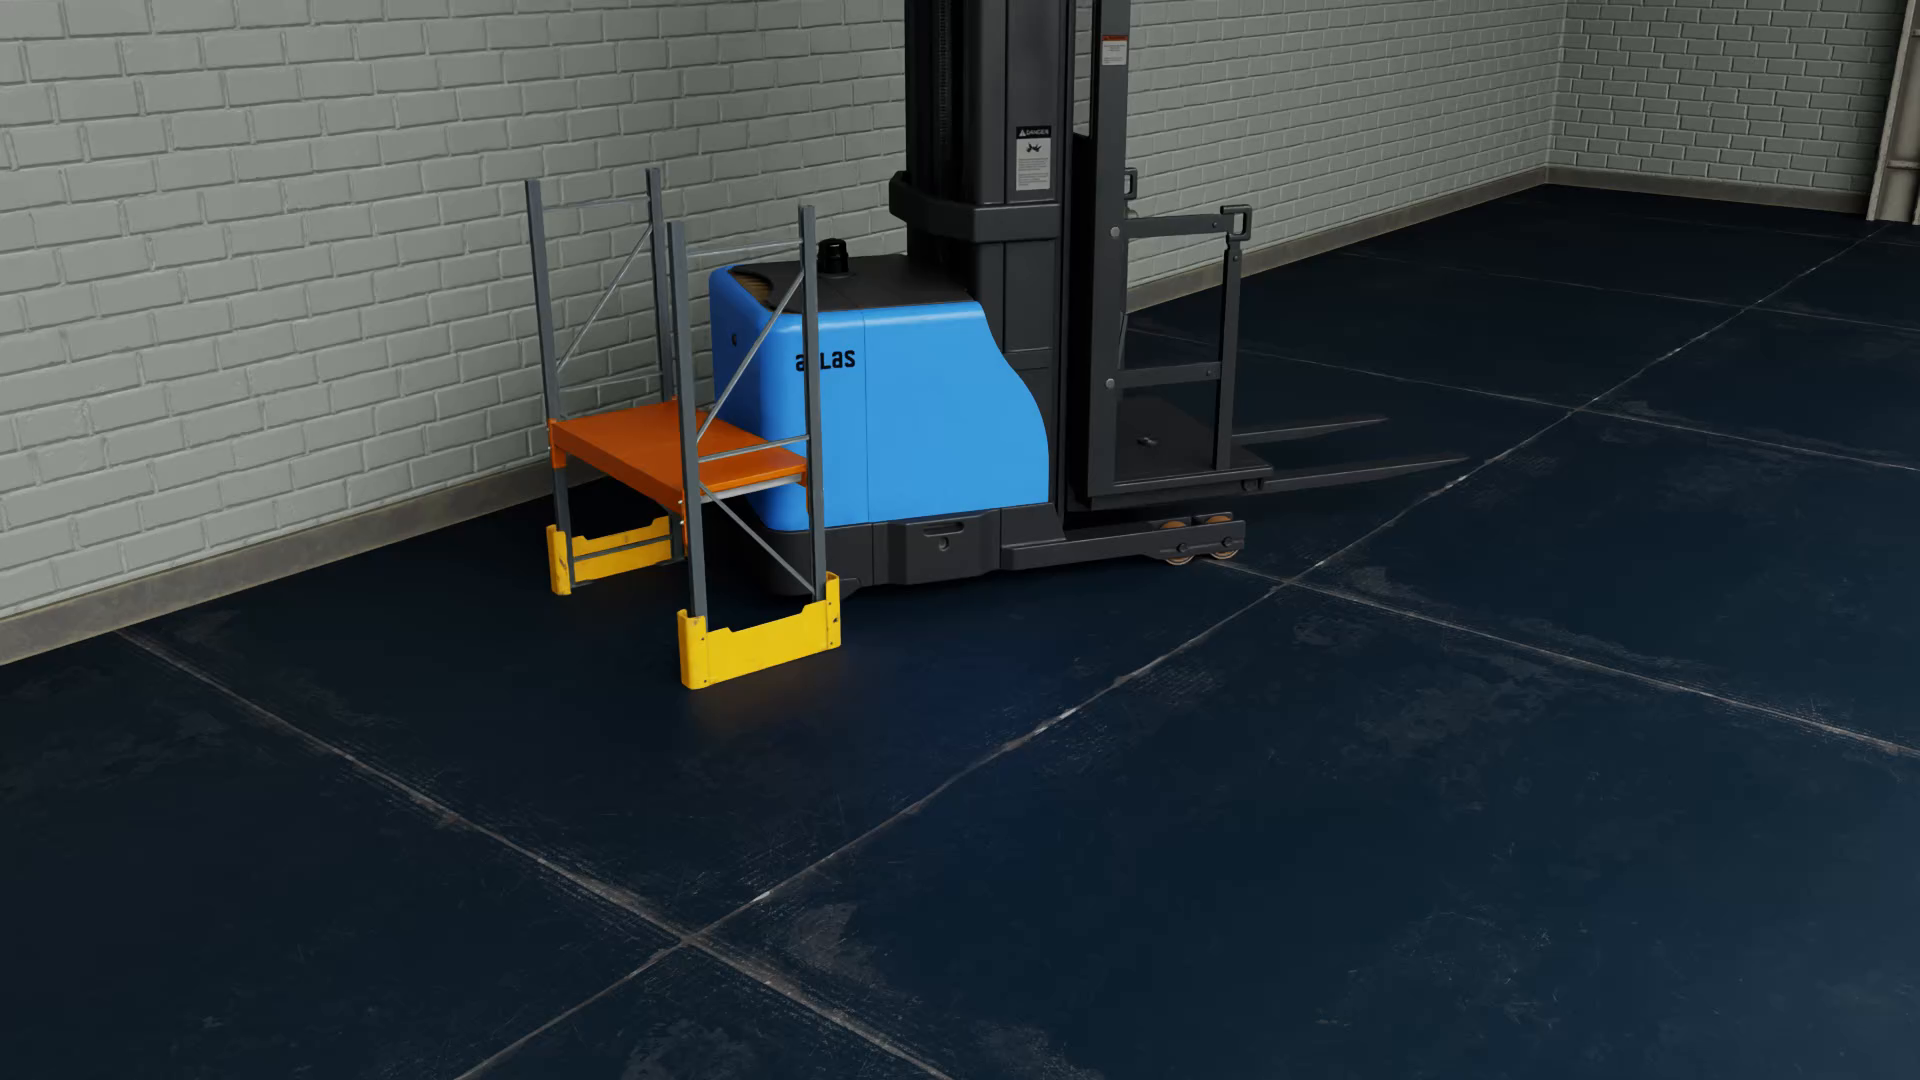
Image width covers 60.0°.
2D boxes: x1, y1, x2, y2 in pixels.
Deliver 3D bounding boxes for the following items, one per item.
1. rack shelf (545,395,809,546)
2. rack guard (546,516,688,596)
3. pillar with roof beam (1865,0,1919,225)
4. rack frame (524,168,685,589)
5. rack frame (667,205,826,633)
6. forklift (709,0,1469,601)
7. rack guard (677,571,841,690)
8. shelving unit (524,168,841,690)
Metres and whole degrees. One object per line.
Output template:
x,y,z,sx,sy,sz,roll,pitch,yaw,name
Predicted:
-0.968,-0.263,5.749,0.538,0.185,1.000,-15,25,-35,rack shelf
-1.264,0.017,6.269,0.587,0.250,0.087,-15,25,-35,rack guard
4.951,-5.658,8.918,0.400,9.000,9.100,16,26,36,pillar with roof beam
-1.277,-0.574,6.063,0.500,1.500,0.032,-15,25,-35,rack frame
-0.659,-0.289,5.307,0.500,1.500,0.032,-15,25,-35,rack frame
0.589,-1.443,6.341,3.031,2.935,1.130,-7,22,-18,forklift
-0.659,0.296,5.529,0.587,0.250,0.087,-15,25,-35,rack guard
-0.962,-0.429,5.678,0.587,1.500,1.083,-15,25,-35,shelving unit
